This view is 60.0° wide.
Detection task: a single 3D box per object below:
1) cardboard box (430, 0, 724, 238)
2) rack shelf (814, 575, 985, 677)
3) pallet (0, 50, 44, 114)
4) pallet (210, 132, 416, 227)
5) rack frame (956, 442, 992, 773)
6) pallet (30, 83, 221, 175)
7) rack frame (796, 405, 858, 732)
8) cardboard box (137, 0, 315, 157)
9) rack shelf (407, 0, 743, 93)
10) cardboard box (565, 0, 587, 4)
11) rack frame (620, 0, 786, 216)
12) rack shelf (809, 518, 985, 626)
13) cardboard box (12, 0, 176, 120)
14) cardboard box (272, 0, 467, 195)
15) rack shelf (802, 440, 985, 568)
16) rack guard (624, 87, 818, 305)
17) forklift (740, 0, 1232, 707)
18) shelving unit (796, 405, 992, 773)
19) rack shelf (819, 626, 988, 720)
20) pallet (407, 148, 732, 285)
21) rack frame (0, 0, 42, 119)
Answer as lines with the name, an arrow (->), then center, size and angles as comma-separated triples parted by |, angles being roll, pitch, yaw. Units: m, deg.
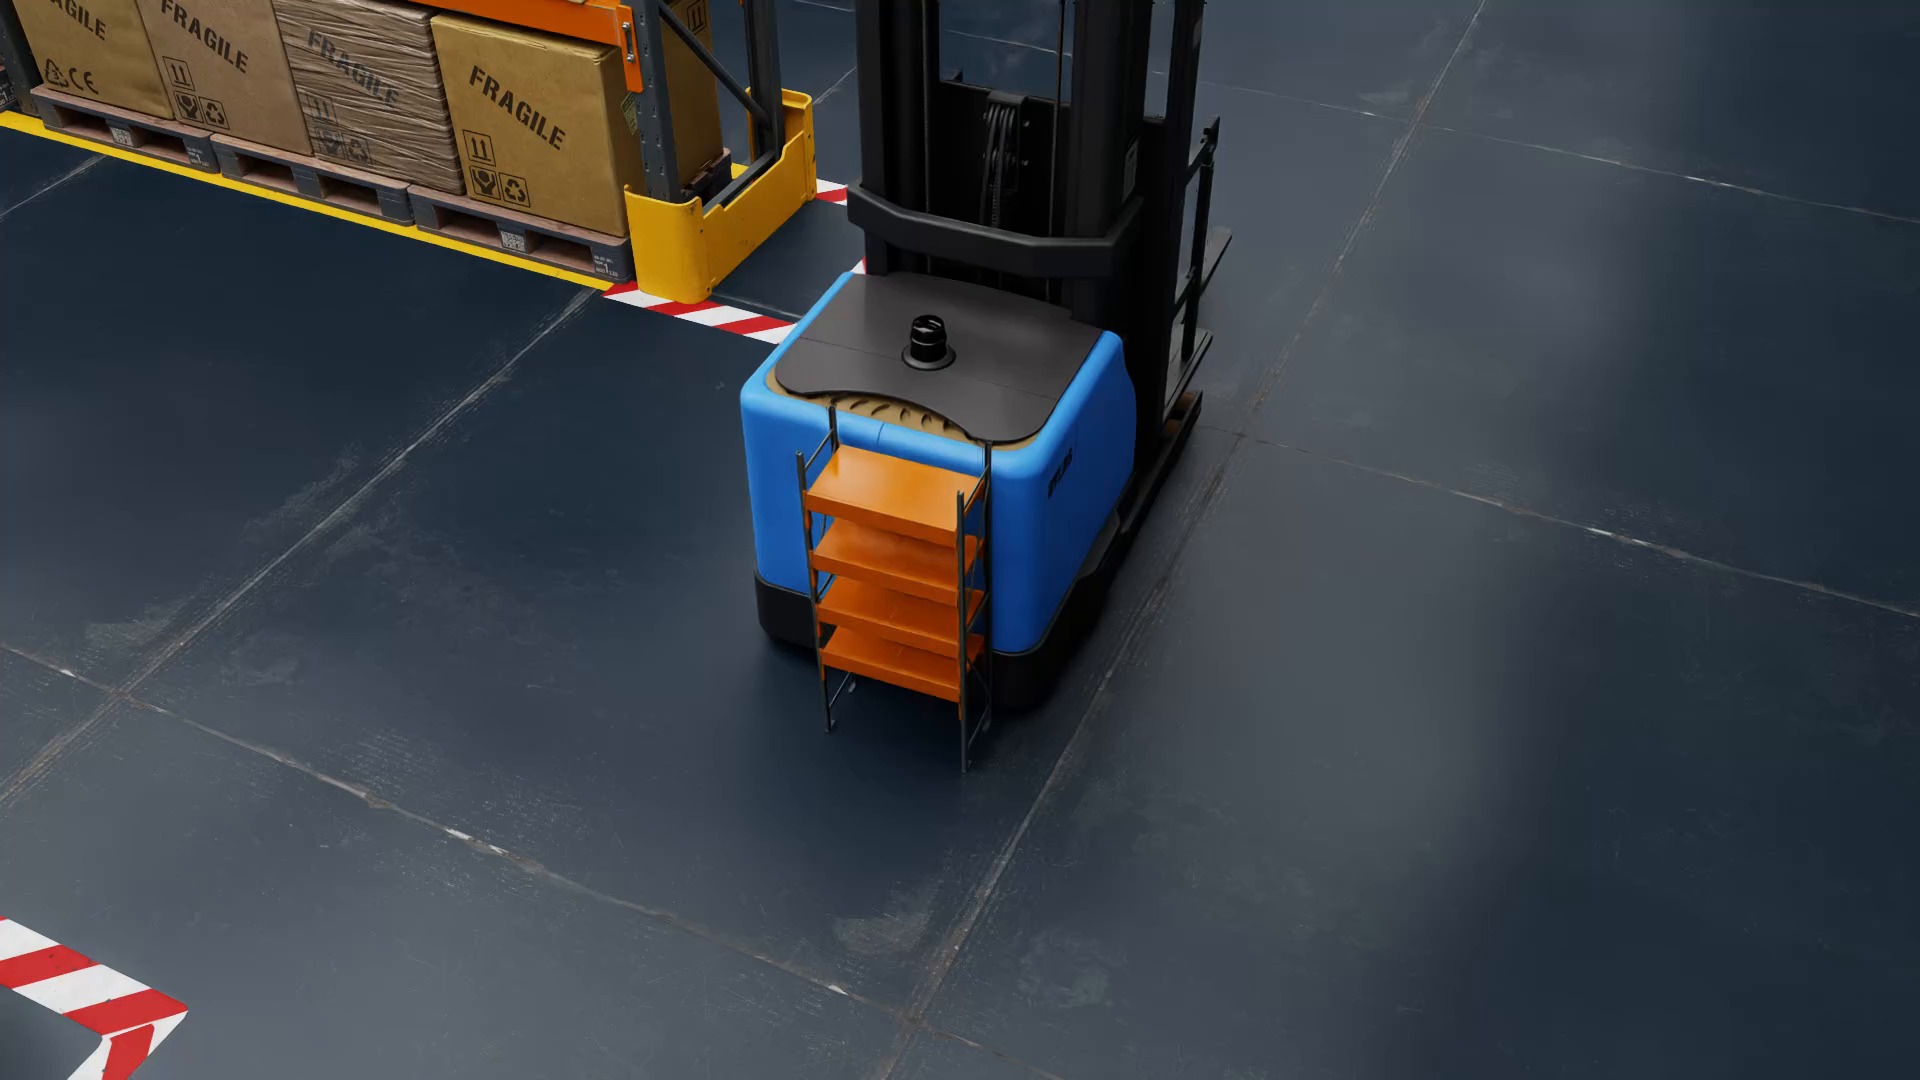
cardboard box -> -1.722, -2.063, 7.642 | 0.875, 0.875, 0.875 | 17, 44, 19
rack shelf -> -0.178, 0.229, 5.165 | 0.480, 0.148, 0.258 | 14, 45, 16
pallet -> -5.464, -2.801, 9.320 | 1.213, 0.211, 1.003 | 17, 44, 19
pallet -> -2.968, -2.038, 8.440 | 1.213, 0.211, 1.003 | 17, 44, 19
rack frame -> 0.049, 0.238, 5.052 | 0.015, 1.200, 0.240 | 14, 45, 16
pallet -> -4.077, -2.375, 8.829 | 1.213, 0.211, 1.003 | 17, 44, 19
rack frame -> -0.406, 0.121, 5.187 | 0.015, 1.200, 0.240 | 14, 45, 16
cardboard box -> -3.353, -2.562, 8.217 | 0.875, 0.875, 0.875 | 17, 44, 19
rack shelf -> -2.921, -2.860, 7.809 | 4.000, 0.370, 1.077 | 17, 44, 19
cardboard box -> -1.570, -2.386, 6.905 | 0.250, 0.149, 0.380 | 18, 44, 19
rack frame -> -1.108, -2.578, 6.934 | 0.127, 3.000, 1.000 | 17, 44, 19
rack shelf -> -0.181, 0.065, 5.013 | 0.480, 0.148, 0.258 | 14, 45, 16
cardboard box -> -4.169, -2.811, 8.505 | 0.875, 0.875, 0.875 | 17, 44, 19
cardboard box -> -2.547, -2.315, 7.933 | 0.875, 0.875, 0.875 | 17, 44, 19
rack shelf -> -0.184, -0.108, 4.852 | 0.480, 0.148, 0.258 | 14, 45, 16
rack guard -> -1.087, -1.627, 7.745 | 0.348, 0.500, 1.175 | 17, 44, 19
forklift -> 0.335, -1.526, 5.772 | 1.130, 2.935, 3.031 | 15, 43, 17
shelving unit -> -0.179, 0.179, 5.119 | 0.503, 1.200, 0.258 | 14, 45, 16
rack shelf -> -0.175, 0.374, 5.300 | 0.480, 0.148, 0.258 | 14, 45, 16
pallet -> -1.866, -1.699, 8.049 | 1.213, 0.211, 1.003 | 17, 44, 19
rack frame -> -4.733, -3.686, 8.212 | 0.127, 3.000, 1.000 | 17, 44, 19
